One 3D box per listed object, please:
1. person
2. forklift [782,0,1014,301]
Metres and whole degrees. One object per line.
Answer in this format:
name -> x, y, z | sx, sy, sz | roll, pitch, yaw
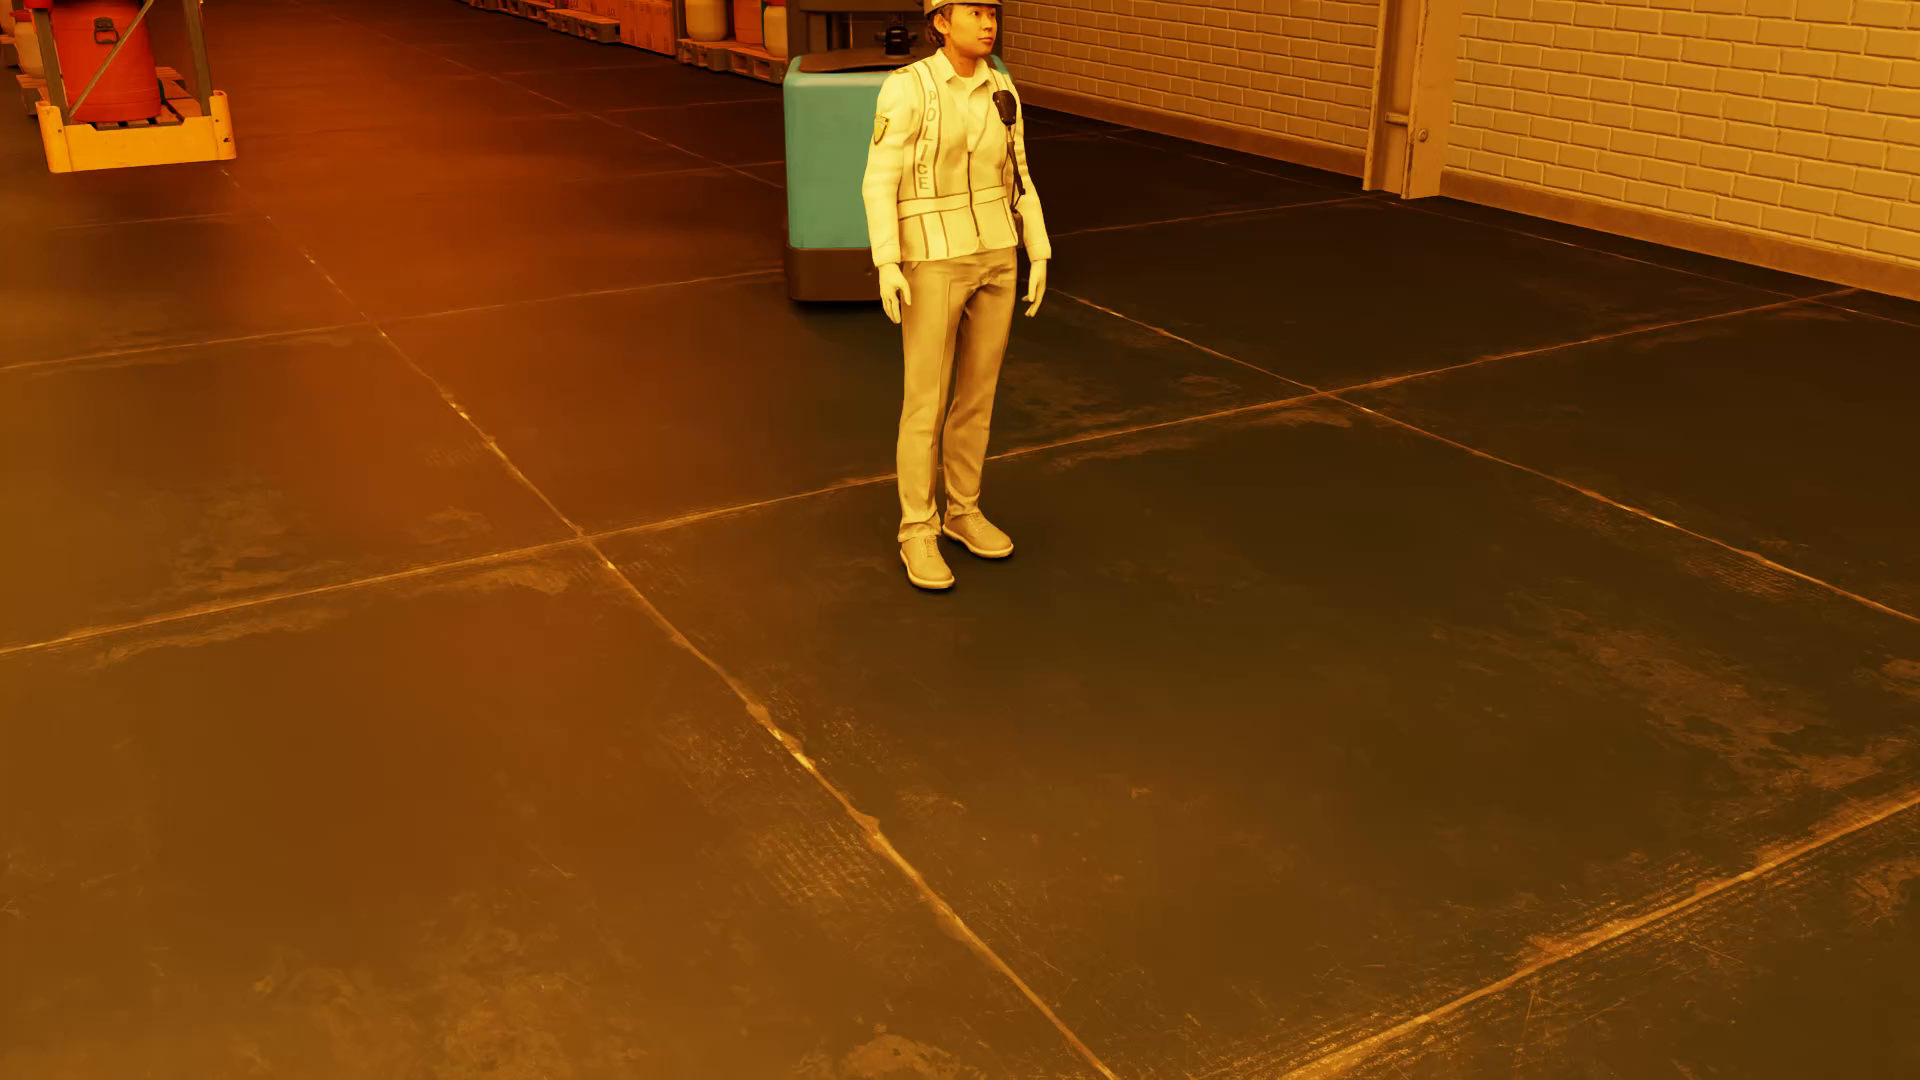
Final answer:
person -> 0.029, -0.767, 4.752 | 0.586, 1.694, 0.530 | -12, 25, -28
forklift -> -0.341, -2.962, 8.493 | 1.130, 2.935, 3.031 | -1, 22, -3
